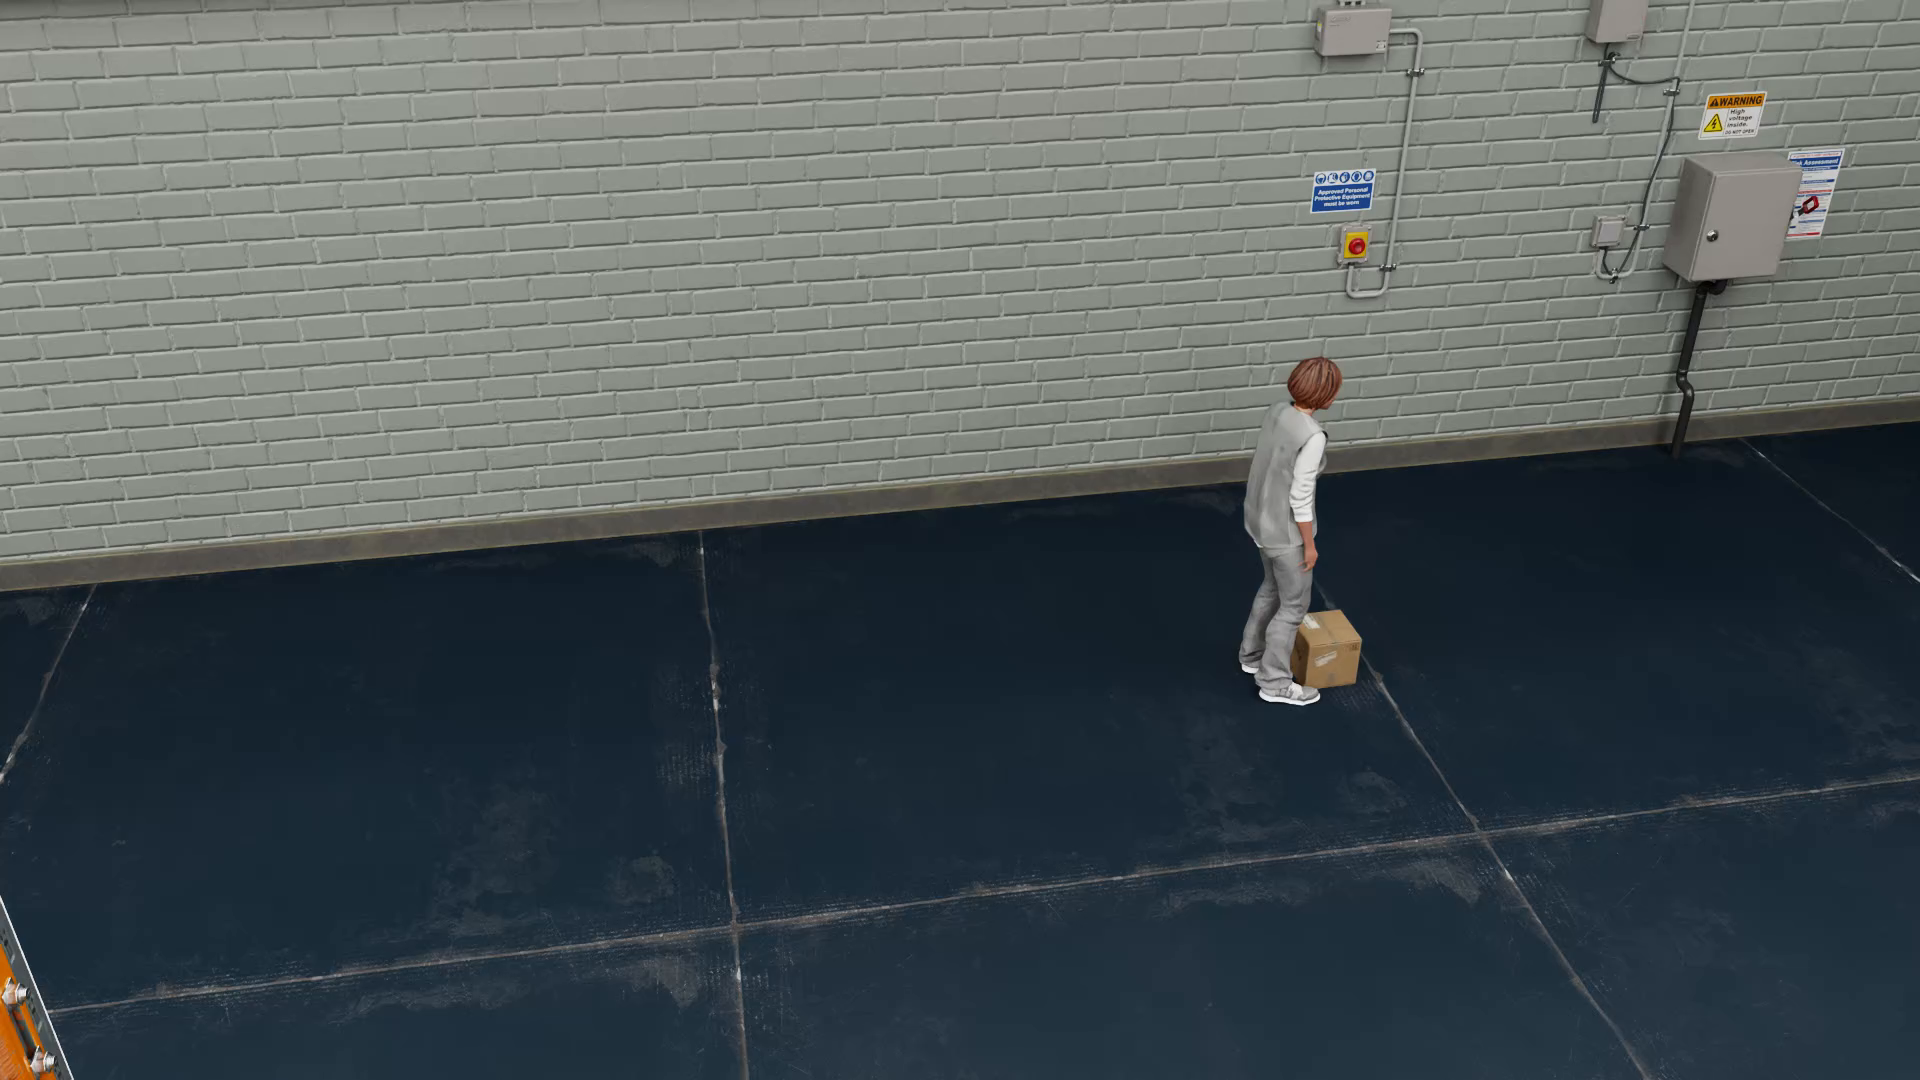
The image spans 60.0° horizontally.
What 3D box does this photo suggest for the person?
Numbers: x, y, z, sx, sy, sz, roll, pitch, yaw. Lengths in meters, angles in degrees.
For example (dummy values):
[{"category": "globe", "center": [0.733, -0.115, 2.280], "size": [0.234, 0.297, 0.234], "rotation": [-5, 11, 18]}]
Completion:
[{"category": "person", "center": [1.417, -0.044, 7.218], "size": [0.346, 1.592, 0.474], "rotation": [-7, 32, -11]}]
